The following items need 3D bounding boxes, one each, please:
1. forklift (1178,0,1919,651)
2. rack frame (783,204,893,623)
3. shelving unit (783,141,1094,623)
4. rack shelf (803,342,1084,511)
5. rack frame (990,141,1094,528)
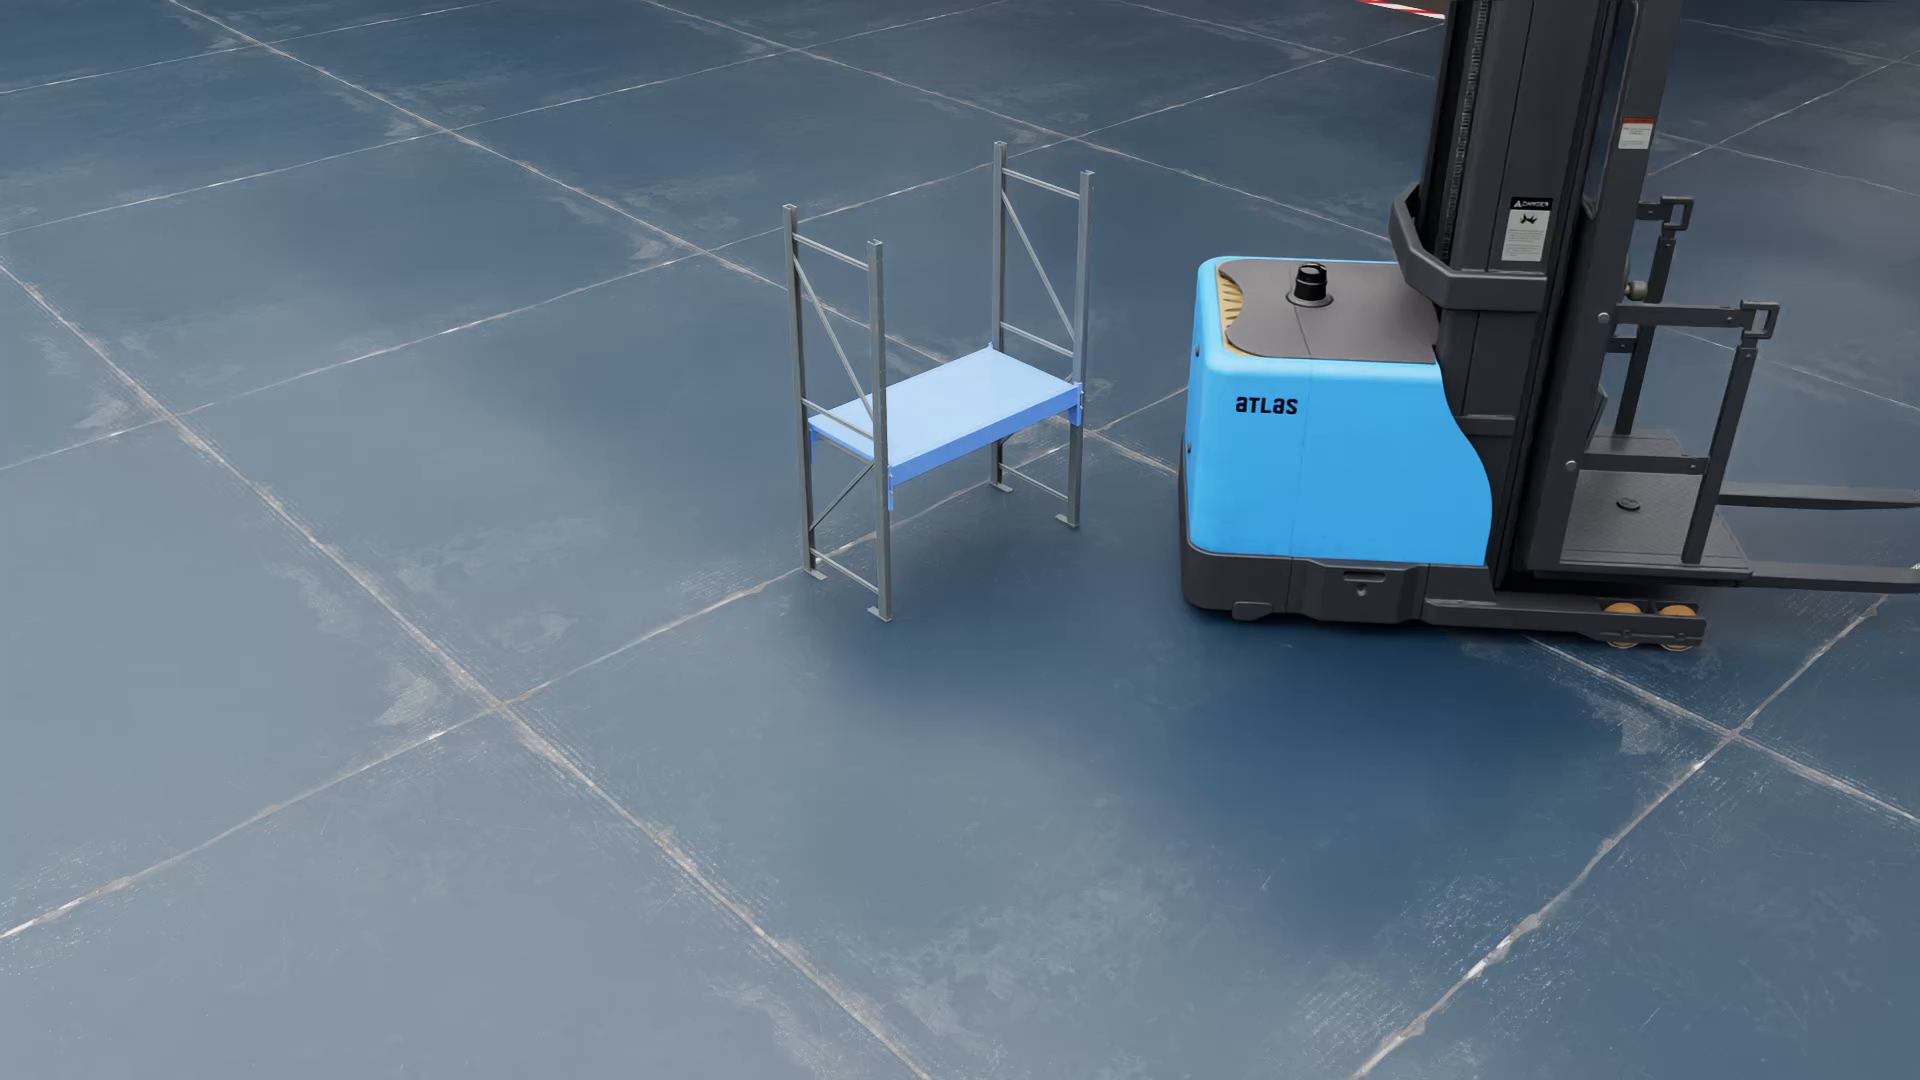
[{"bbox_3d":[2.387,-1.135,5.797,3.031,2.935,1.130,3,32,5],"label":"forklift"},{"bbox_3d":[-0.435,-0.429,6.014,0.032,1.500,0.500,-26,40,-35],"label":"rack frame"},{"bbox_3d":[-0.063,-0.610,6.309,1.048,1.500,0.538,-26,40,-35],"label":"shelving unit"},{"bbox_3d":[-0.063,-0.456,6.403,1.000,0.185,0.538,-26,40,-35],"label":"rack shelf"},{"bbox_3d":[0.310,-0.790,6.604,0.032,1.500,0.500,-26,40,-35],"label":"rack frame"}]
